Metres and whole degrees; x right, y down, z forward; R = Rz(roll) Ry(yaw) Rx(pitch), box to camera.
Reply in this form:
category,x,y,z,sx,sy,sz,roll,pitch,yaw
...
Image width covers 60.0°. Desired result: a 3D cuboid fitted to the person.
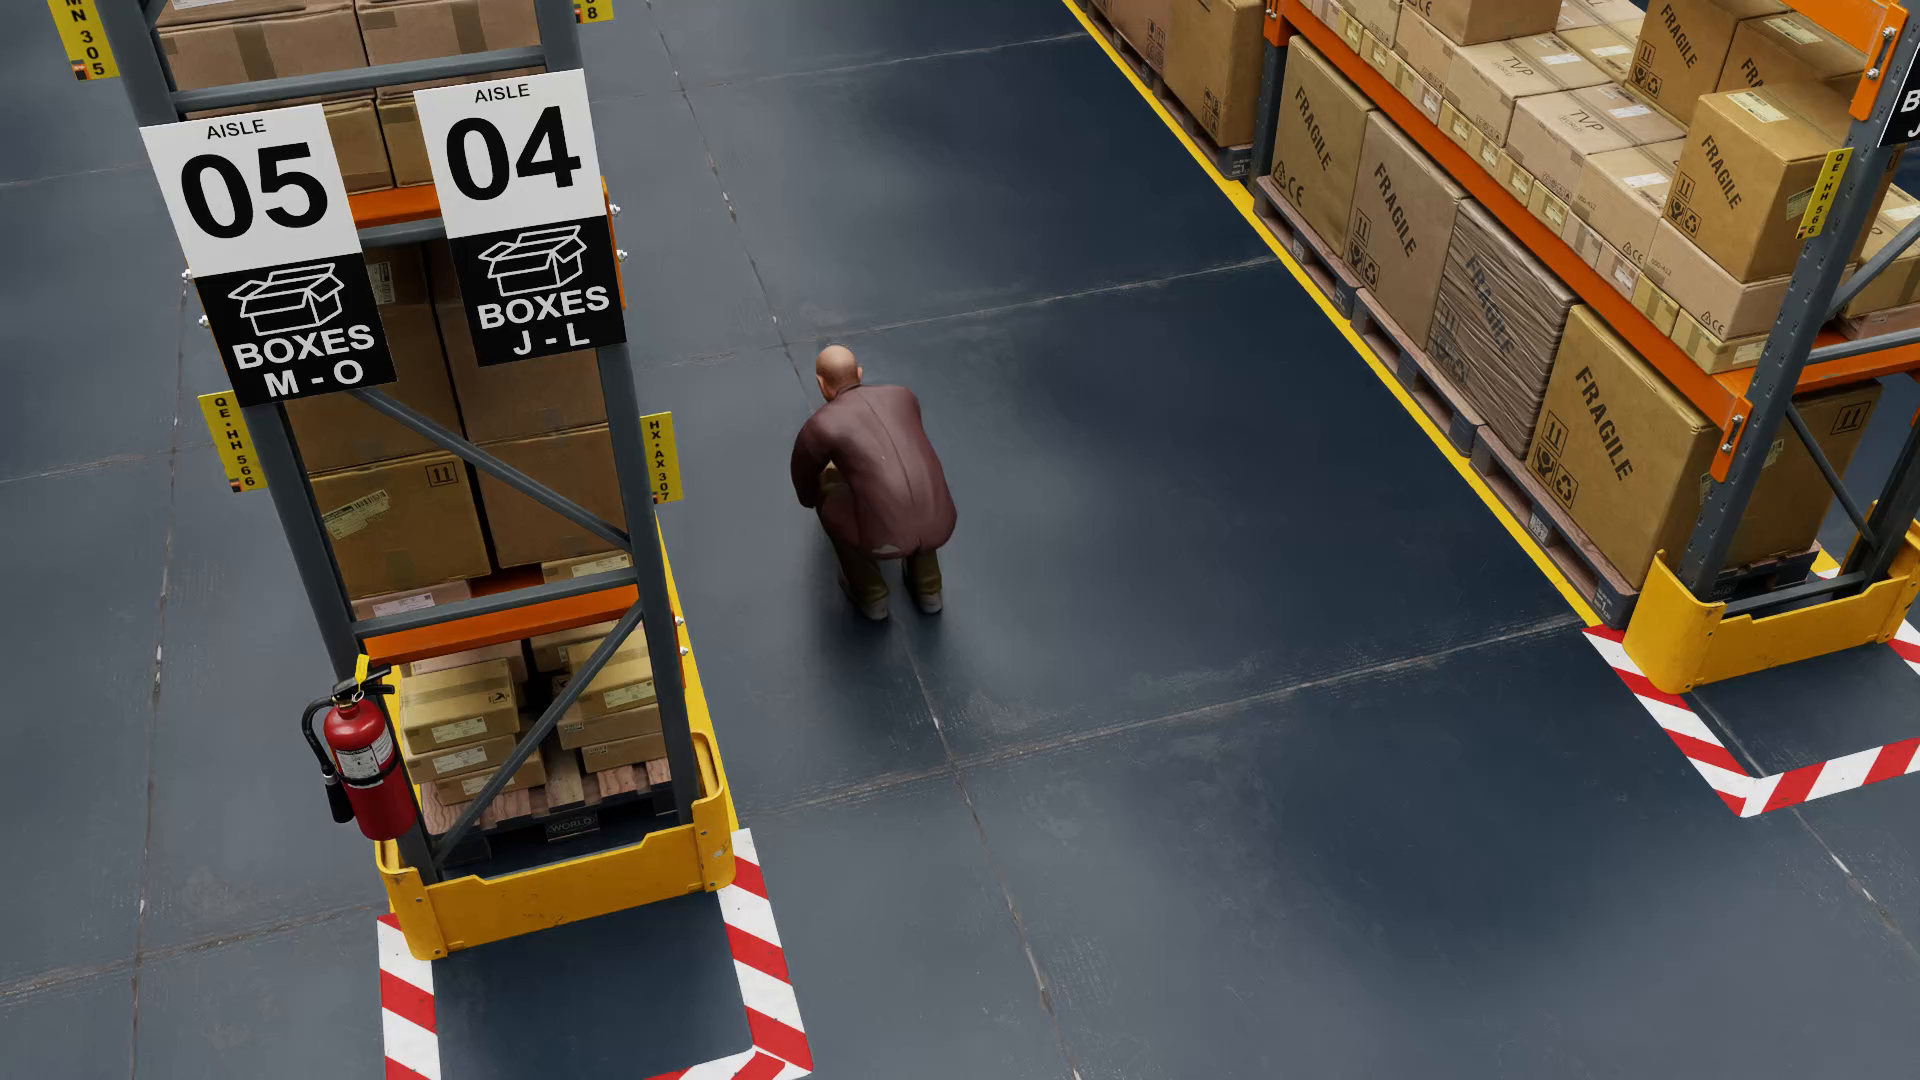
category,x,y,z,sx,sy,sz,roll,pitch,yaw
person,-0.358,-0.215,6.957,0.612,1.056,0.888,-16,44,-17
